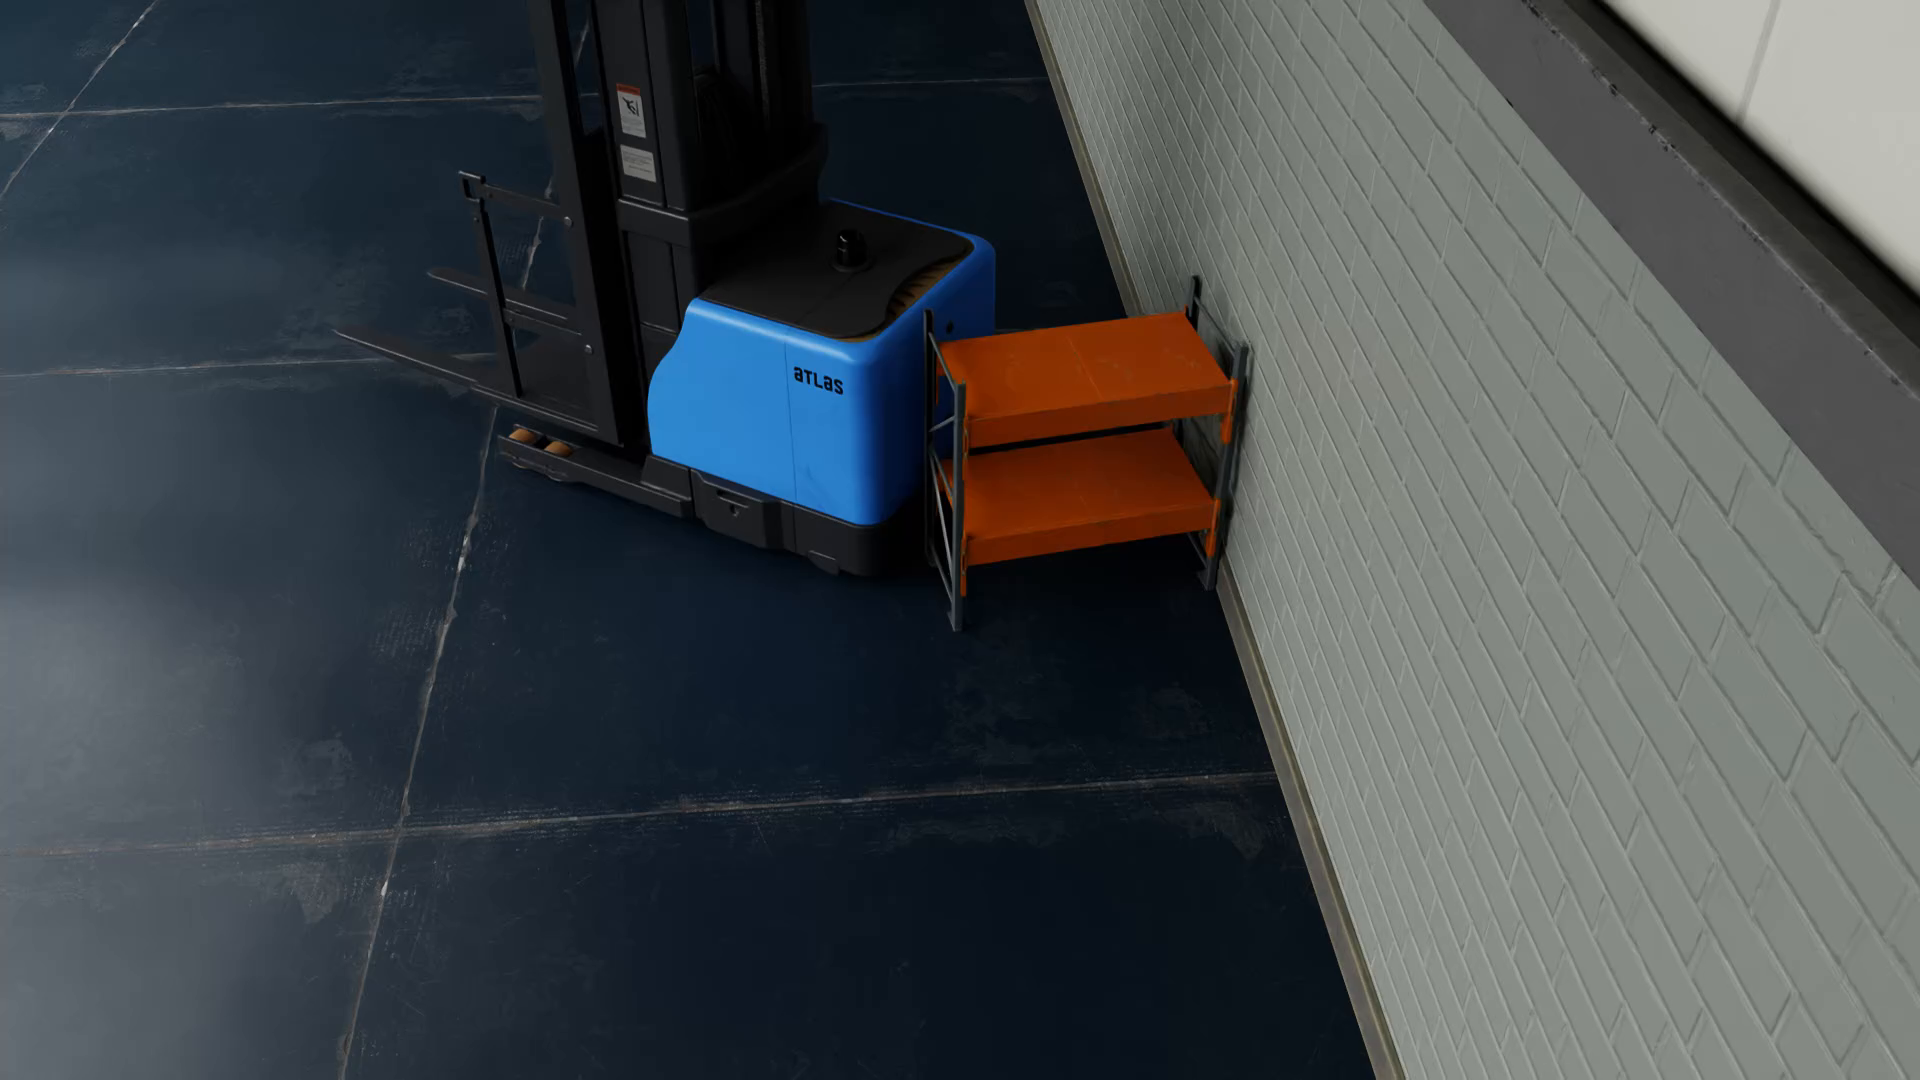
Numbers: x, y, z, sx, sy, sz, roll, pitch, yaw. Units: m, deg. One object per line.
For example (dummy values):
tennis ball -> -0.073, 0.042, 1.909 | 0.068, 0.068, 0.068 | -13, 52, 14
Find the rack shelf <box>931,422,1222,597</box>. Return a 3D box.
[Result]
rack shelf -> 0.428, -0.128, 6.384 | 1.000, 0.278, 0.538 | -9, 41, -11

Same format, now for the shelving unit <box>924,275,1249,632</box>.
shelving unit -> 0.431, -0.317, 6.228 | 1.048, 1.125, 0.538 | -9, 41, -11

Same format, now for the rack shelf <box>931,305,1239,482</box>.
rack shelf -> 0.434, -0.542, 6.041 | 1.000, 0.278, 0.538 | -9, 41, -11

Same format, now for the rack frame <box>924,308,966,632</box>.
rack frame -> -0.062, -0.242, 6.128 | 0.032, 1.125, 0.500 | -9, 41, -11

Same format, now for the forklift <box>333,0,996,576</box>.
forklift -> -1.386, -1.666, 6.495 | 3.031, 2.935, 1.130 | 19, 42, 22

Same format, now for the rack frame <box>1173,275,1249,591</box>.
rack frame -> 0.924, -0.392, 6.328 | 0.032, 1.125, 0.500 | -9, 41, -11
